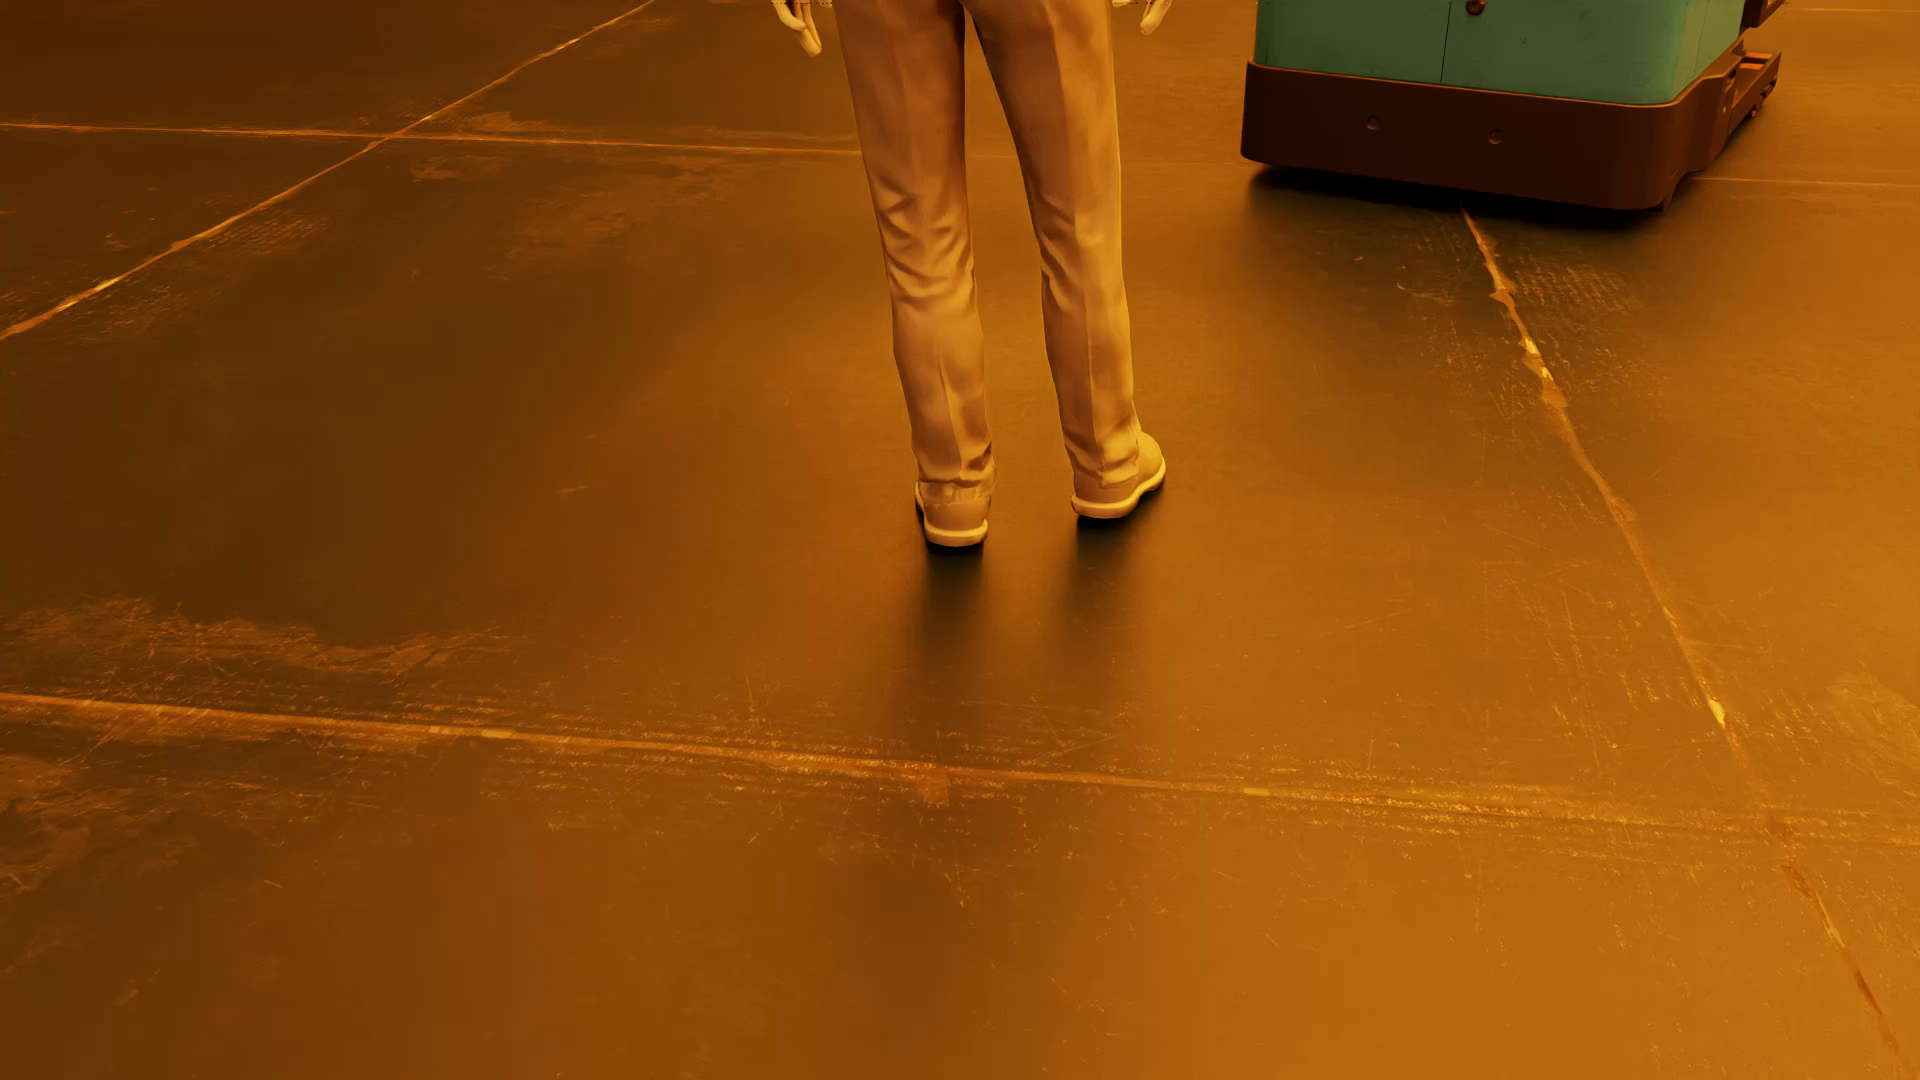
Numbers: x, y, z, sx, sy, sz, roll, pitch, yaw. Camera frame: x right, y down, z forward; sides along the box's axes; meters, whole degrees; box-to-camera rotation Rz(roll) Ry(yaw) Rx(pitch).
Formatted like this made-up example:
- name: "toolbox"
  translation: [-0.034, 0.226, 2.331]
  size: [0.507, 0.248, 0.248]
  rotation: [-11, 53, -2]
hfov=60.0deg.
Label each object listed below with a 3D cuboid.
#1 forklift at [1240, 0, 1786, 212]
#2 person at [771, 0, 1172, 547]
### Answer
- name: "forklift"
  translation: [1.928, -2.699, 4.627]
  size: [1.130, 2.935, 3.031]
  rotation: [15, 30, 27]
- name: "person"
  translation: [0.015, -0.794, 2.177]
  size: [0.588, 1.696, 0.533]
  rotation: [3, 27, 7]
